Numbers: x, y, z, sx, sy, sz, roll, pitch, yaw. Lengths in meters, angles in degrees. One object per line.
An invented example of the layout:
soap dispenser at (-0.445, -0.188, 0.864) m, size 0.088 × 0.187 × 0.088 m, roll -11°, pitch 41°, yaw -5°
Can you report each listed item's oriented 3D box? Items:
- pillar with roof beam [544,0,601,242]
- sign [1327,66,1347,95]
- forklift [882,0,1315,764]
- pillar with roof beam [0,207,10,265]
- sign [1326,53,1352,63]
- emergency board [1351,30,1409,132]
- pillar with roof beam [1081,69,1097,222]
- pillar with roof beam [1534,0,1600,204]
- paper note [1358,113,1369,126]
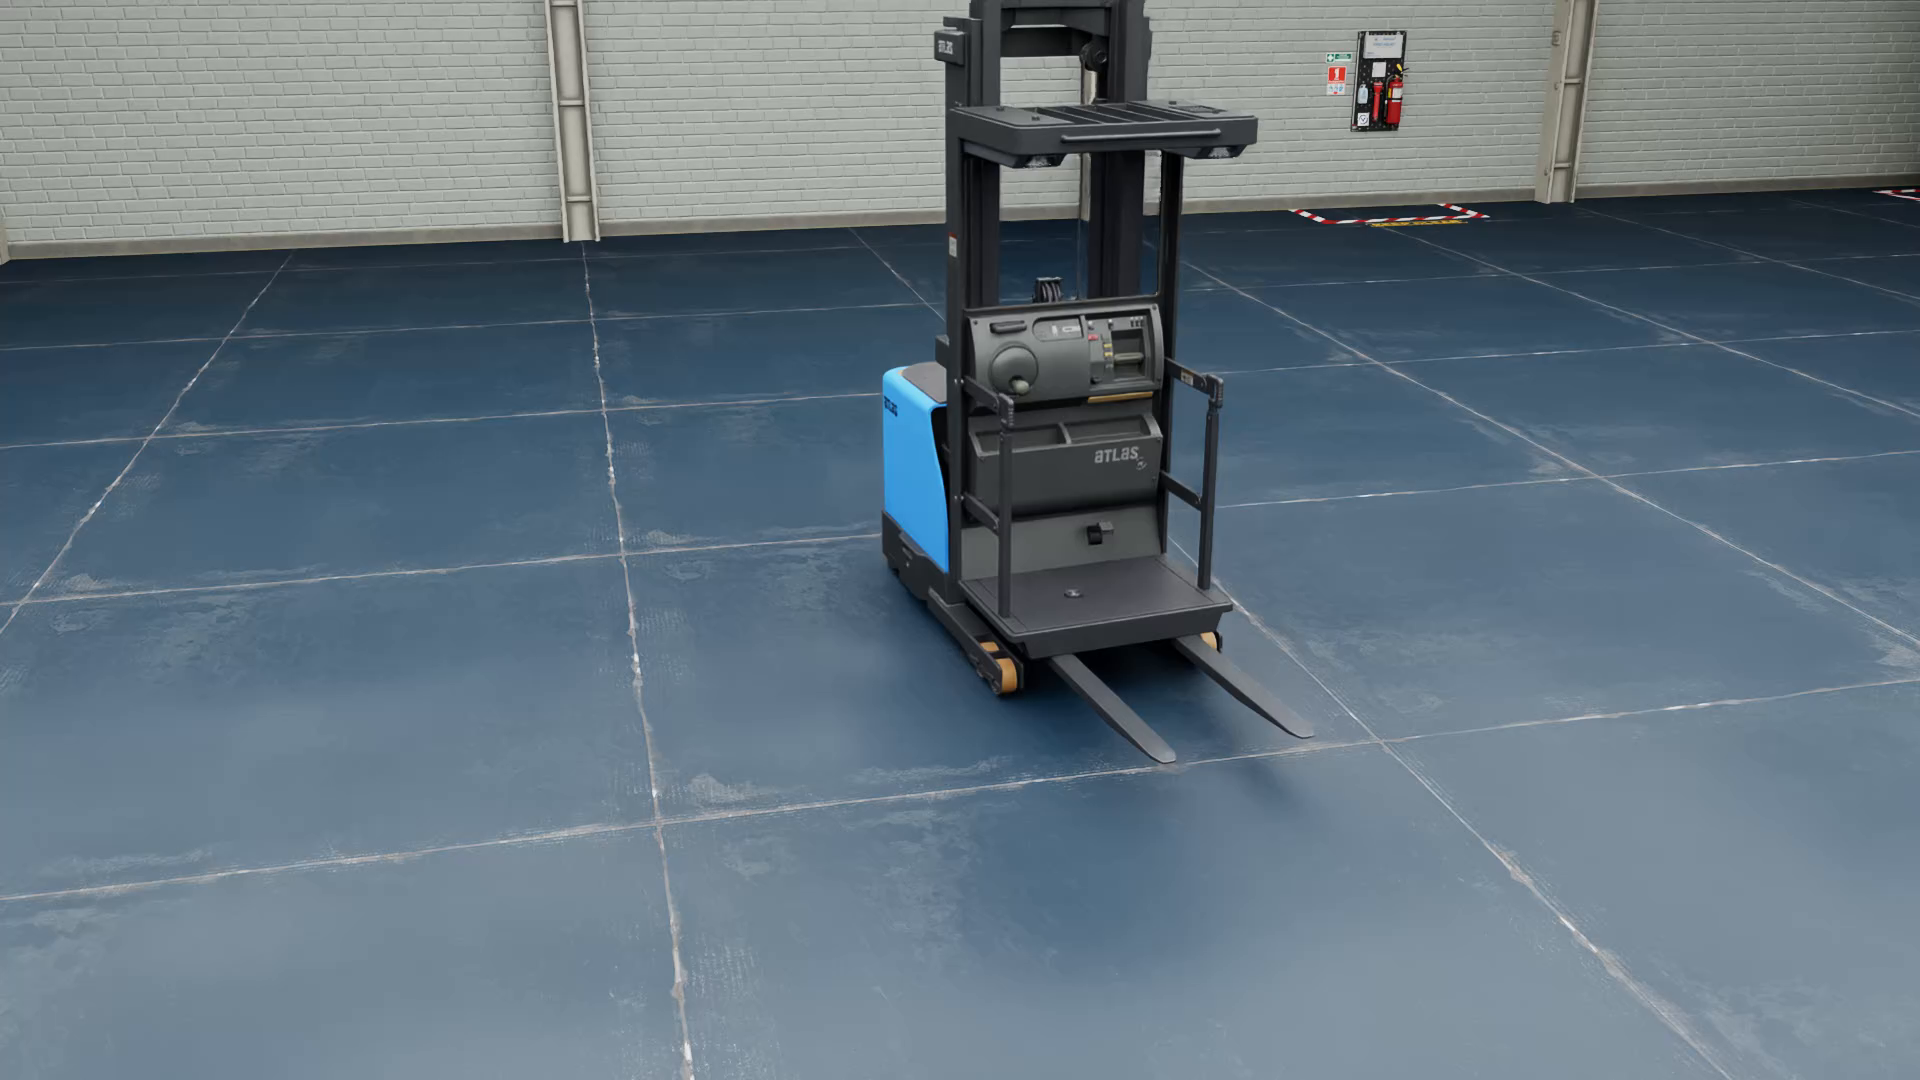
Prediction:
pillar with roof beam at (-3.195, -6.113, 12.918) m, size 0.400 × 9.000 × 9.100 m, roll -5°, pitch 21°, yaw -12°
sign at (4.517, -5.511, 19.947) m, size 0.234 × 0.329 × 0.001 m, roll -5°, pitch 21°, yaw -12°
forklift at (0.567, -0.844, 7.358) m, size 1.130 × 2.935 × 3.031 m, roll -7°, pitch 21°, yaw -19°
pillar with roof beam at (-9.034, -5.638, 11.622) m, size 0.400 × 9.000 × 9.100 m, roll -5°, pitch 21°, yaw -12°
sign at (4.523, -5.757, 19.848) m, size 0.331 × 0.109 × 0.001 m, roll -5°, pitch 21°, yaw -12°
emergency board at (5.079, -5.504, 19.978) m, size 0.643 × 1.169 × 0.194 m, roll -5°, pitch 21°, yaw -12°
pillar with roof beam at (2.644, -6.587, 14.215) m, size 0.400 × 9.000 × 9.100 m, roll -5°, pitch 21°, yaw -12°
pillar with roof beam at (8.483, -7.062, 15.511) m, size 0.400 × 9.000 × 9.100 m, roll -5°, pitch 21°, yaw -12°
paper note at (4.891, -5.099, 20.154) m, size 0.142 × 0.148 × 0.016 m, roll -5°, pitch 21°, yaw -12°
